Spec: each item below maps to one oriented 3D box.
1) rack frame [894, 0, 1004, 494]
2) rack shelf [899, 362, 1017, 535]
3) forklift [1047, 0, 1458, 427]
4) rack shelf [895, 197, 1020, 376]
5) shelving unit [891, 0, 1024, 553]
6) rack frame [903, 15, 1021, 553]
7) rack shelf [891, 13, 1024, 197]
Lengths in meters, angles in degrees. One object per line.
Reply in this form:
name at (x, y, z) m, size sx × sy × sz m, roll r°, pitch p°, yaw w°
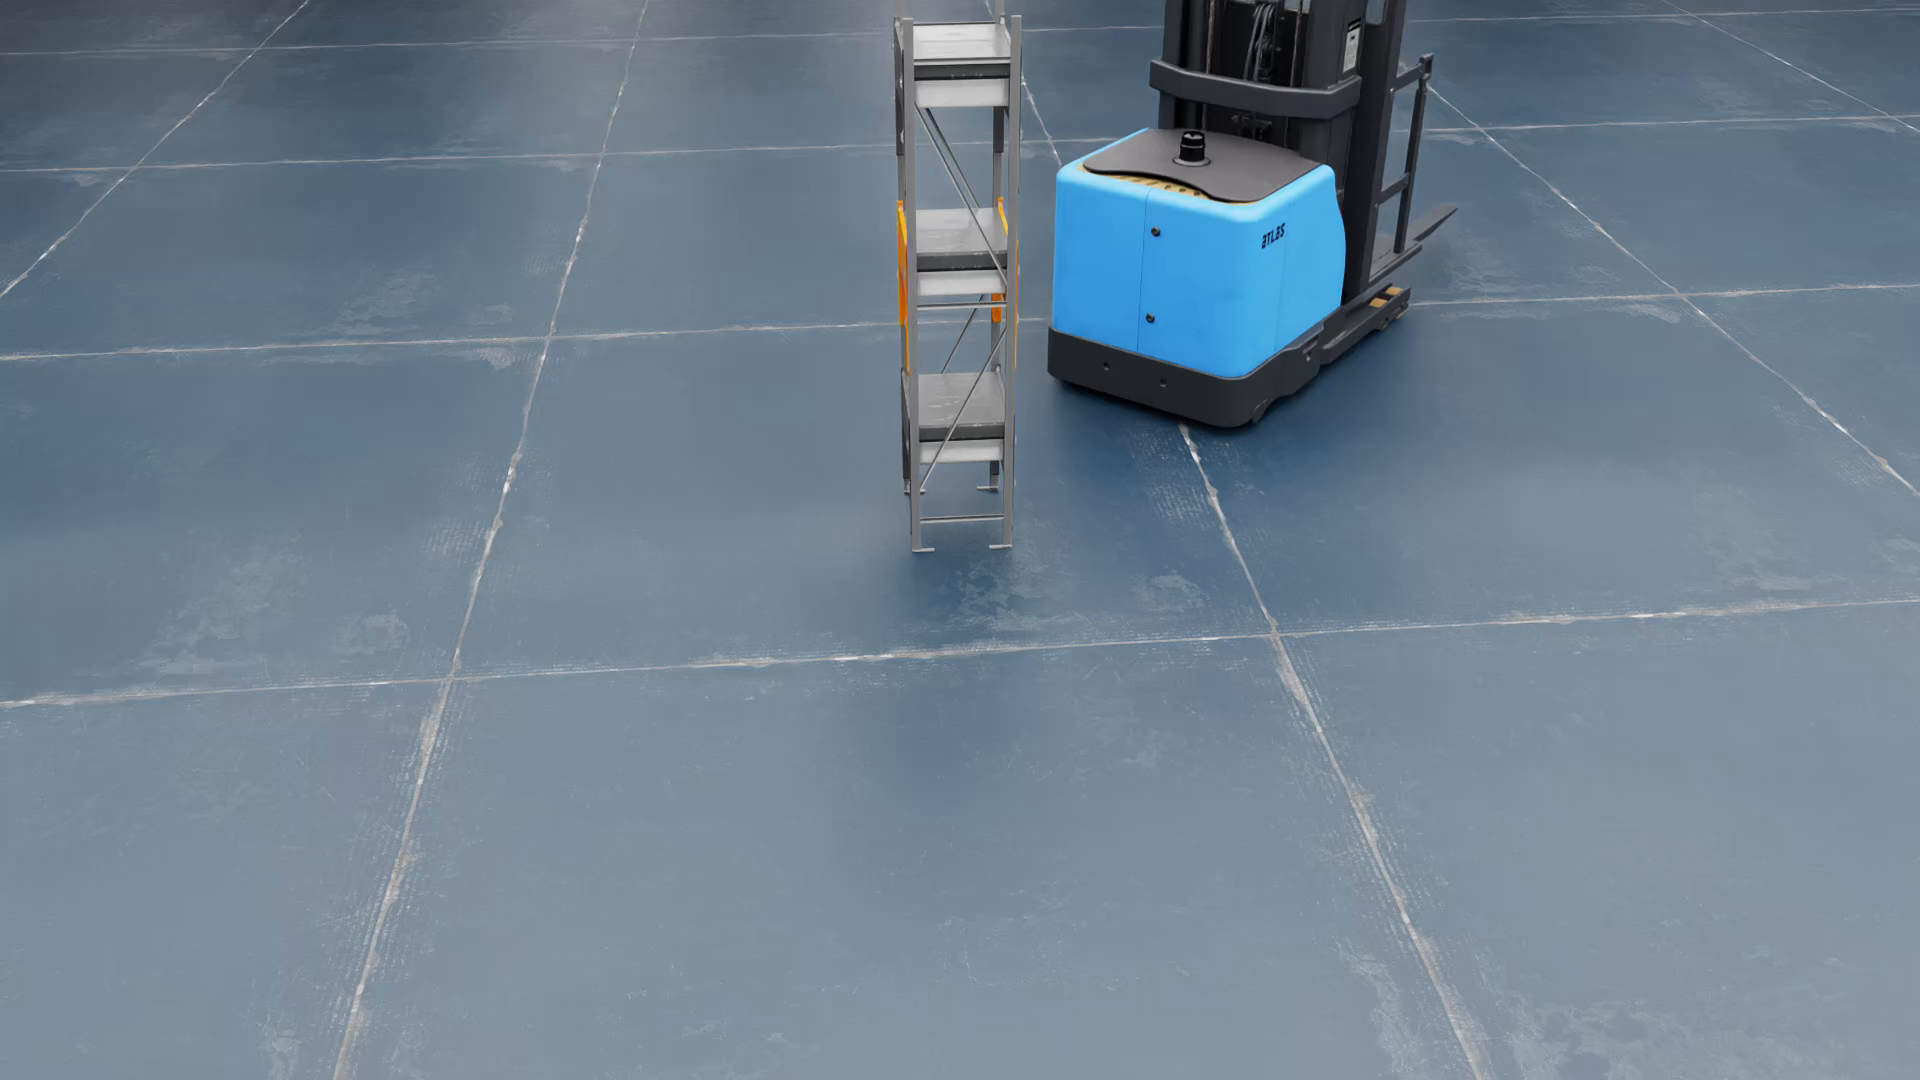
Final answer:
rack frame at (-0.038, -1.111, 6.562) m, size 0.400 × 2.100 × 0.015 m, roll -3°, pitch 31°, yaw -5°
rack shelf at (-0.015, -0.373, 6.719) m, size 0.431 × 0.518 × 0.480 m, roll -3°, pitch 31°, yaw -5°
forklift at (1.693, -2.464, 8.017) m, size 1.130 × 2.935 × 3.031 m, roll 21°, pitch 36°, yaw 30°
rack shelf at (-0.015, -0.974, 6.360) m, size 0.431 × 0.518 × 0.480 m, roll -3°, pitch 31°, yaw -5°
shelving unit at (-0.015, -0.986, 6.353) m, size 0.431 × 2.100 × 0.503 m, roll -3°, pitch 31°, yaw -5°
rack frame at (0.007, -0.861, 6.144) m, size 0.400 × 2.100 × 0.015 m, roll -3°, pitch 31°, yaw -5°
rack shelf at (-0.015, -1.575, 6.001) m, size 0.431 × 0.518 × 0.480 m, roll -3°, pitch 31°, yaw -5°
